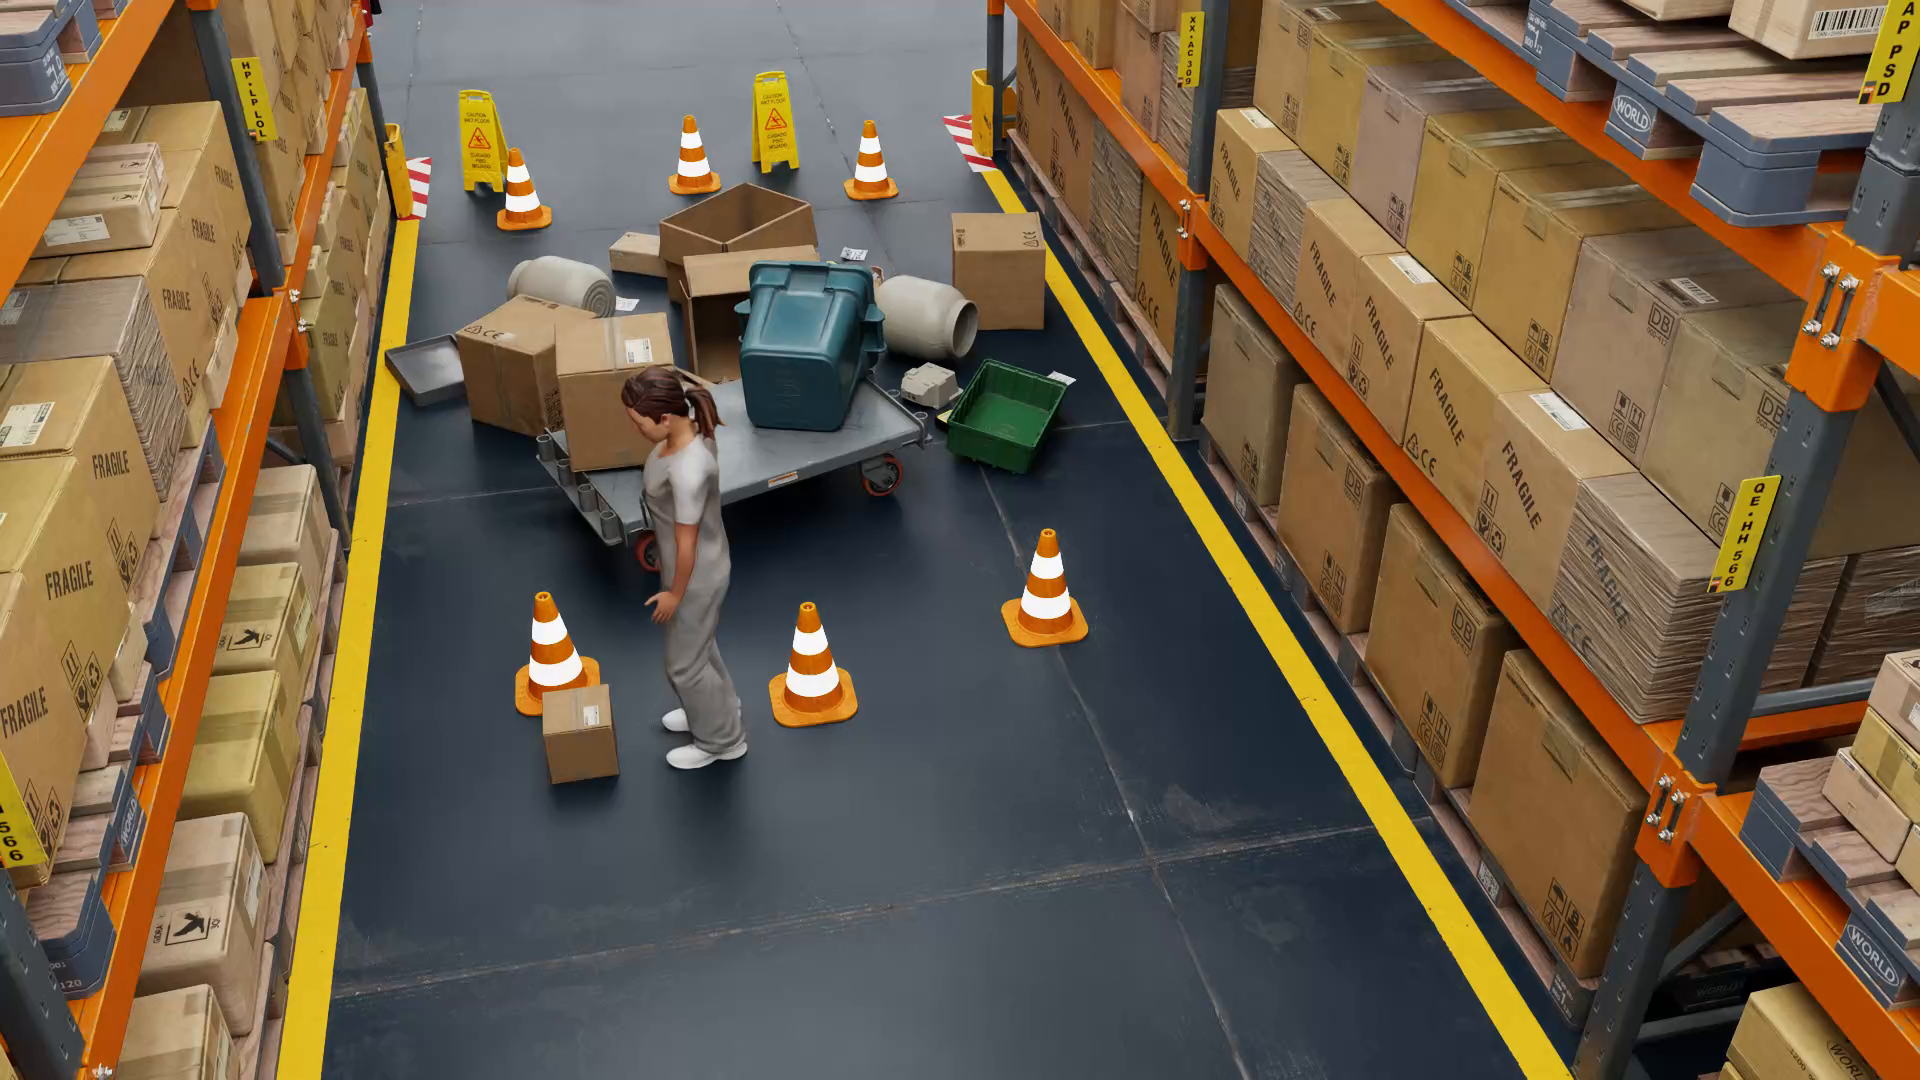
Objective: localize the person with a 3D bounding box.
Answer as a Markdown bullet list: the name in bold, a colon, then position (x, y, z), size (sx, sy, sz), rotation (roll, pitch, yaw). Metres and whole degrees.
- **person**: position (-0.971, 0.111, 6.001), size (0.350, 1.662, 0.449), rotation (-7, 35, -9)
